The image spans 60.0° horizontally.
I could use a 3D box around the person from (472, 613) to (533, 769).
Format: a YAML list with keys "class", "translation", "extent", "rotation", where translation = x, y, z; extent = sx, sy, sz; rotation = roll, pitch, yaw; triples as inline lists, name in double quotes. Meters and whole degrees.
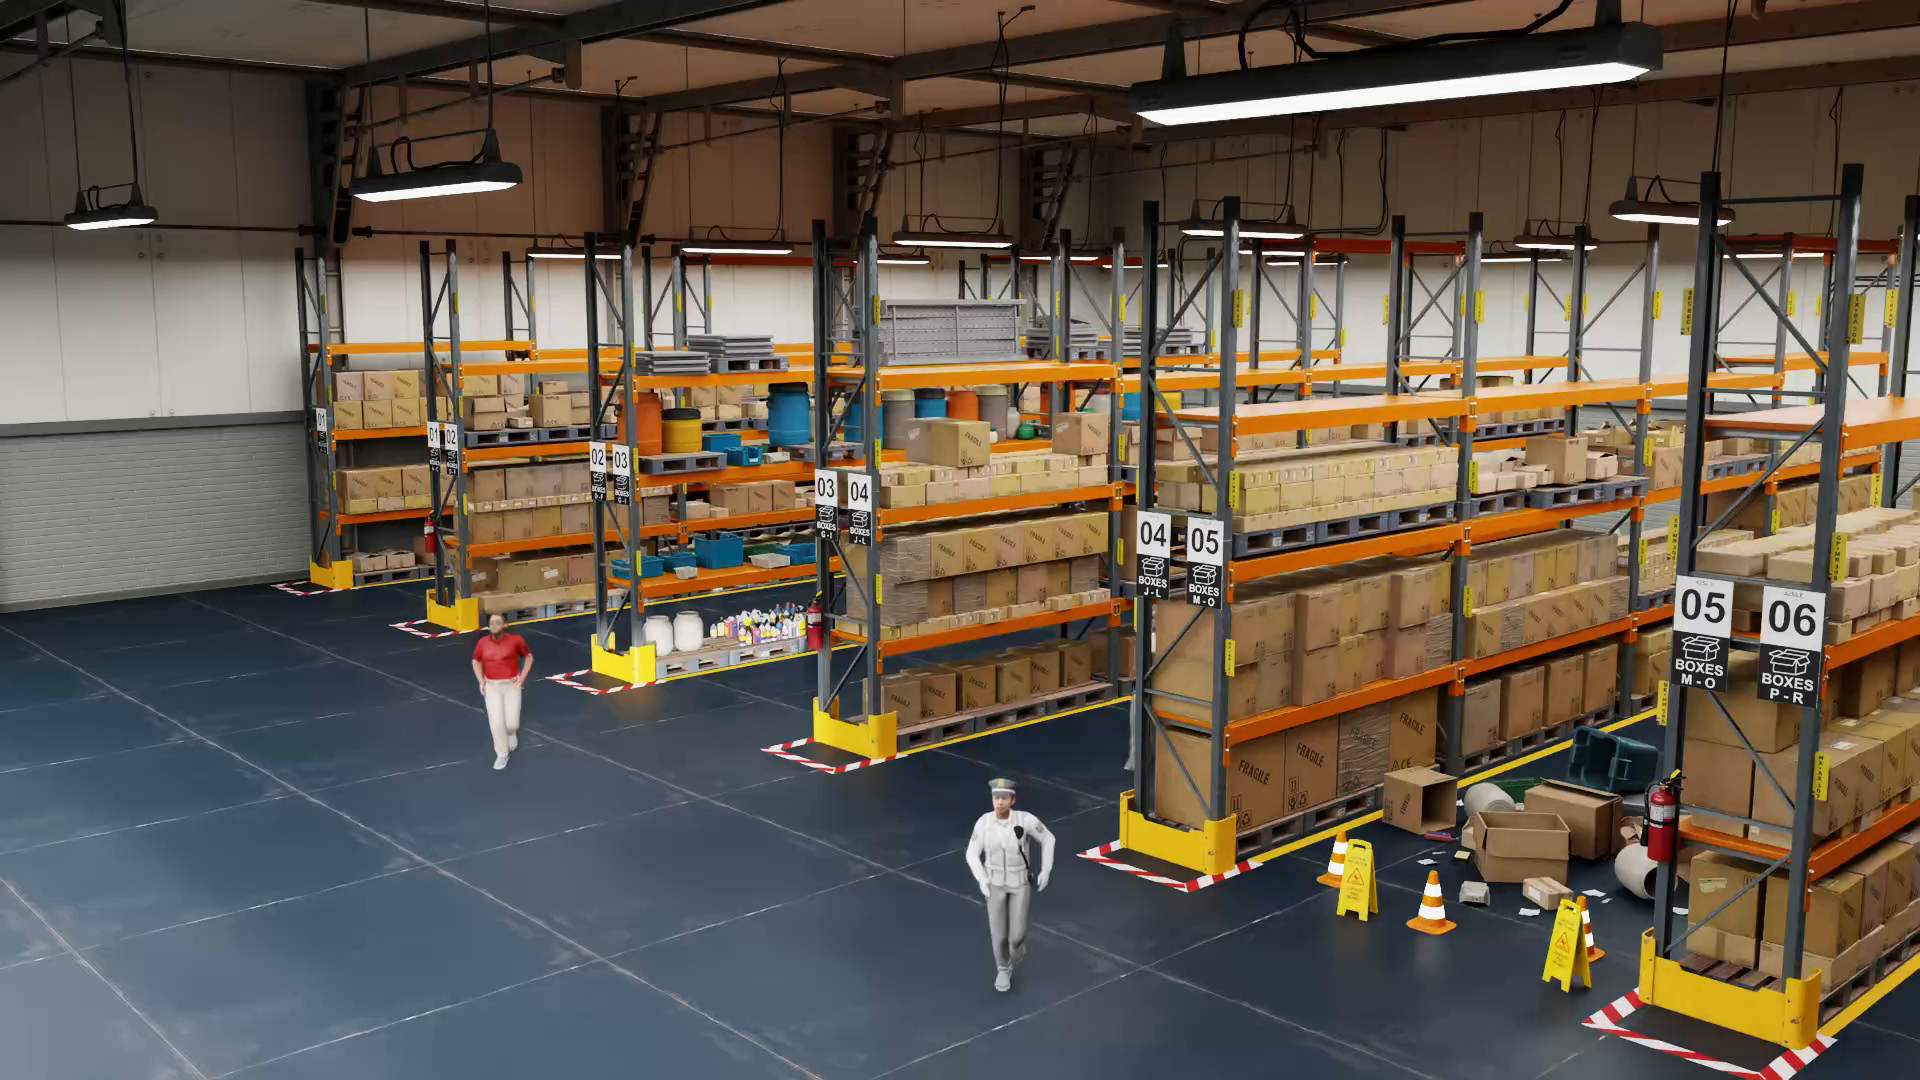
- class: "person"
  translation: [-5.076, 1.650, 18.471]
  extent: [0.658, 1.696, 0.612]
  rotation: [-1, 8, -7]

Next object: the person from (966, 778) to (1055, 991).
- class: "person"
  translation: [0.363, 2.563, 12.361]
  extent: [0.650, 1.660, 0.589]
  rotation: [1, 8, 9]

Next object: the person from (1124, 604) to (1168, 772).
- class: "person"
  translation: [2.151, 1.598, 18.383]
  extent: [0.646, 1.818, 0.888]
  rotation: [5, 10, 33]
